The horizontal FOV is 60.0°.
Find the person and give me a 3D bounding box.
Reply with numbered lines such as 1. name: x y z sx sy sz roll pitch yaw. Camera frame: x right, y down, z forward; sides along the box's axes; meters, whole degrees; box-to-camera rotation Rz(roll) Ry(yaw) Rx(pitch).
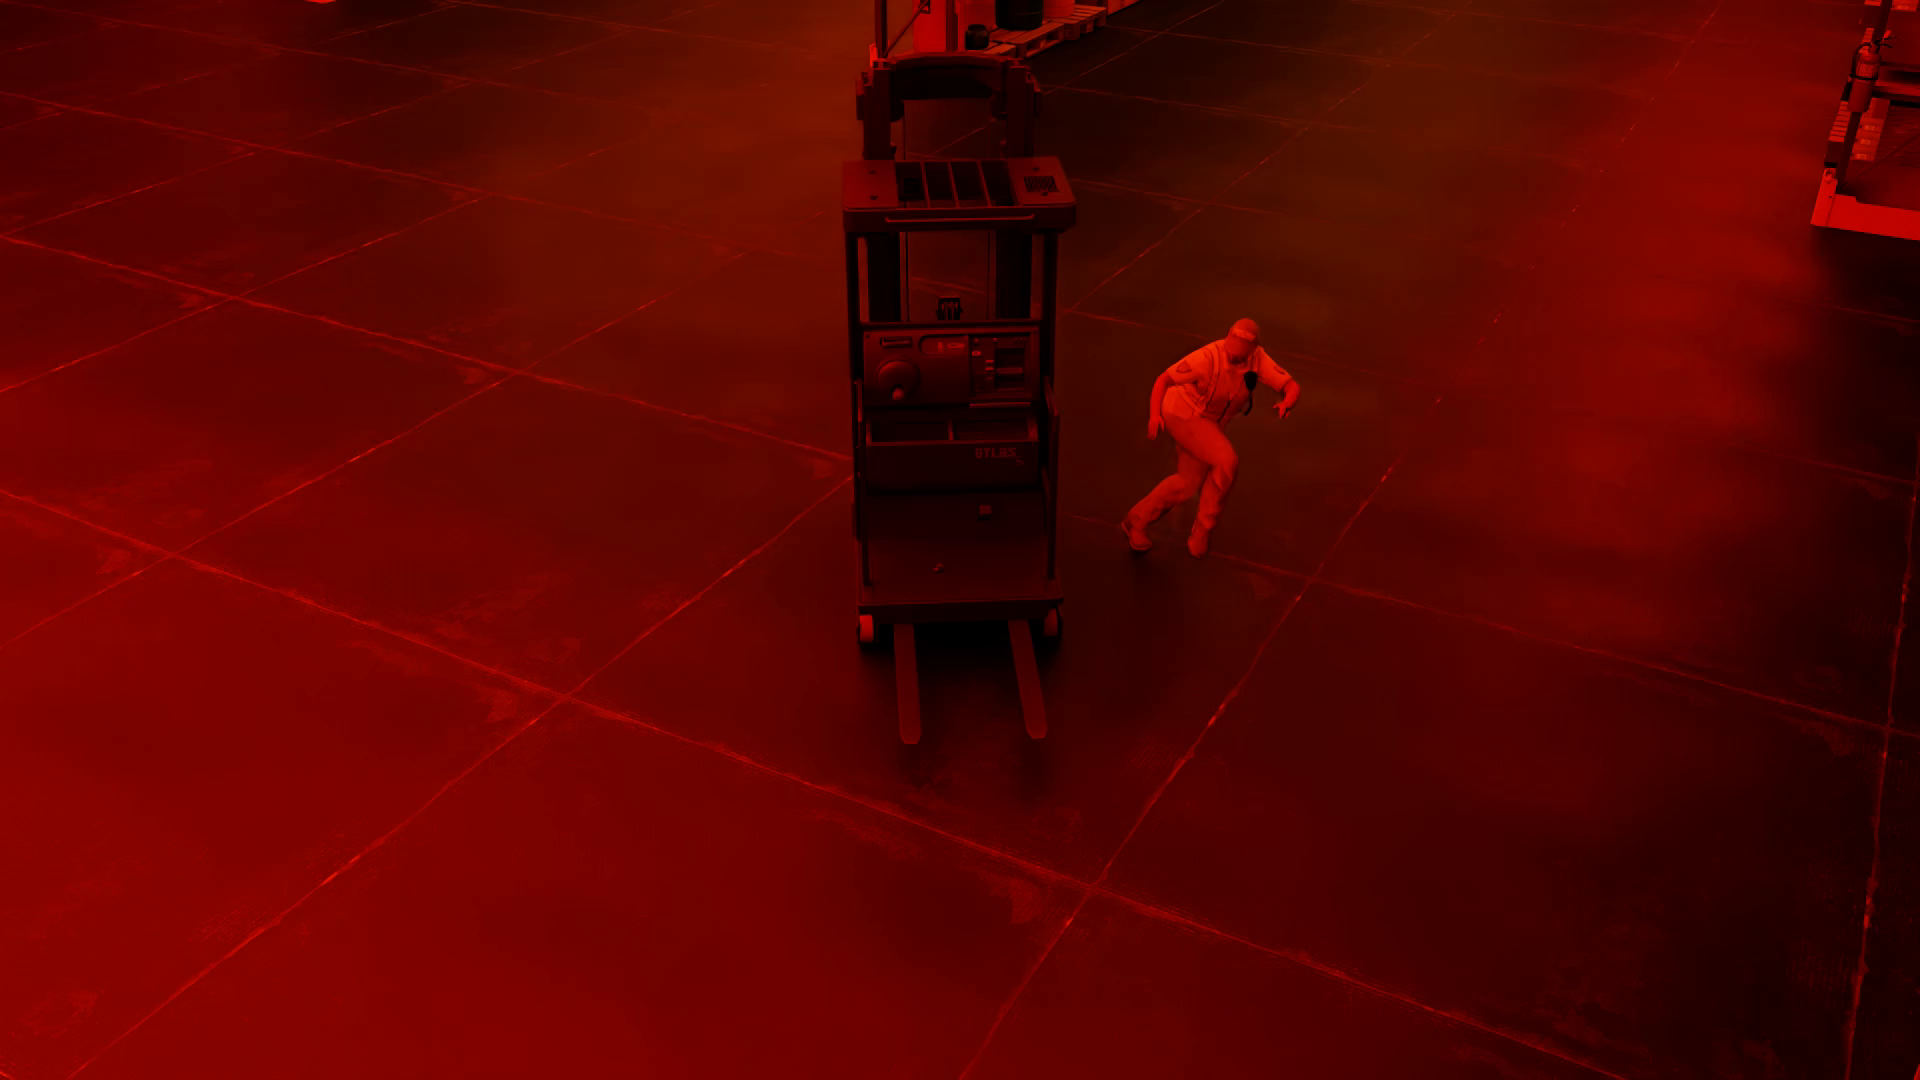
1. person: 1.441 -0.595 9.591 0.921 1.434 0.881 -19 35 -30

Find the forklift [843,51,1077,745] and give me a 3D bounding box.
1. forklift: -0.027 -0.874 8.584 1.130 2.935 3.031 -2 30 -3
